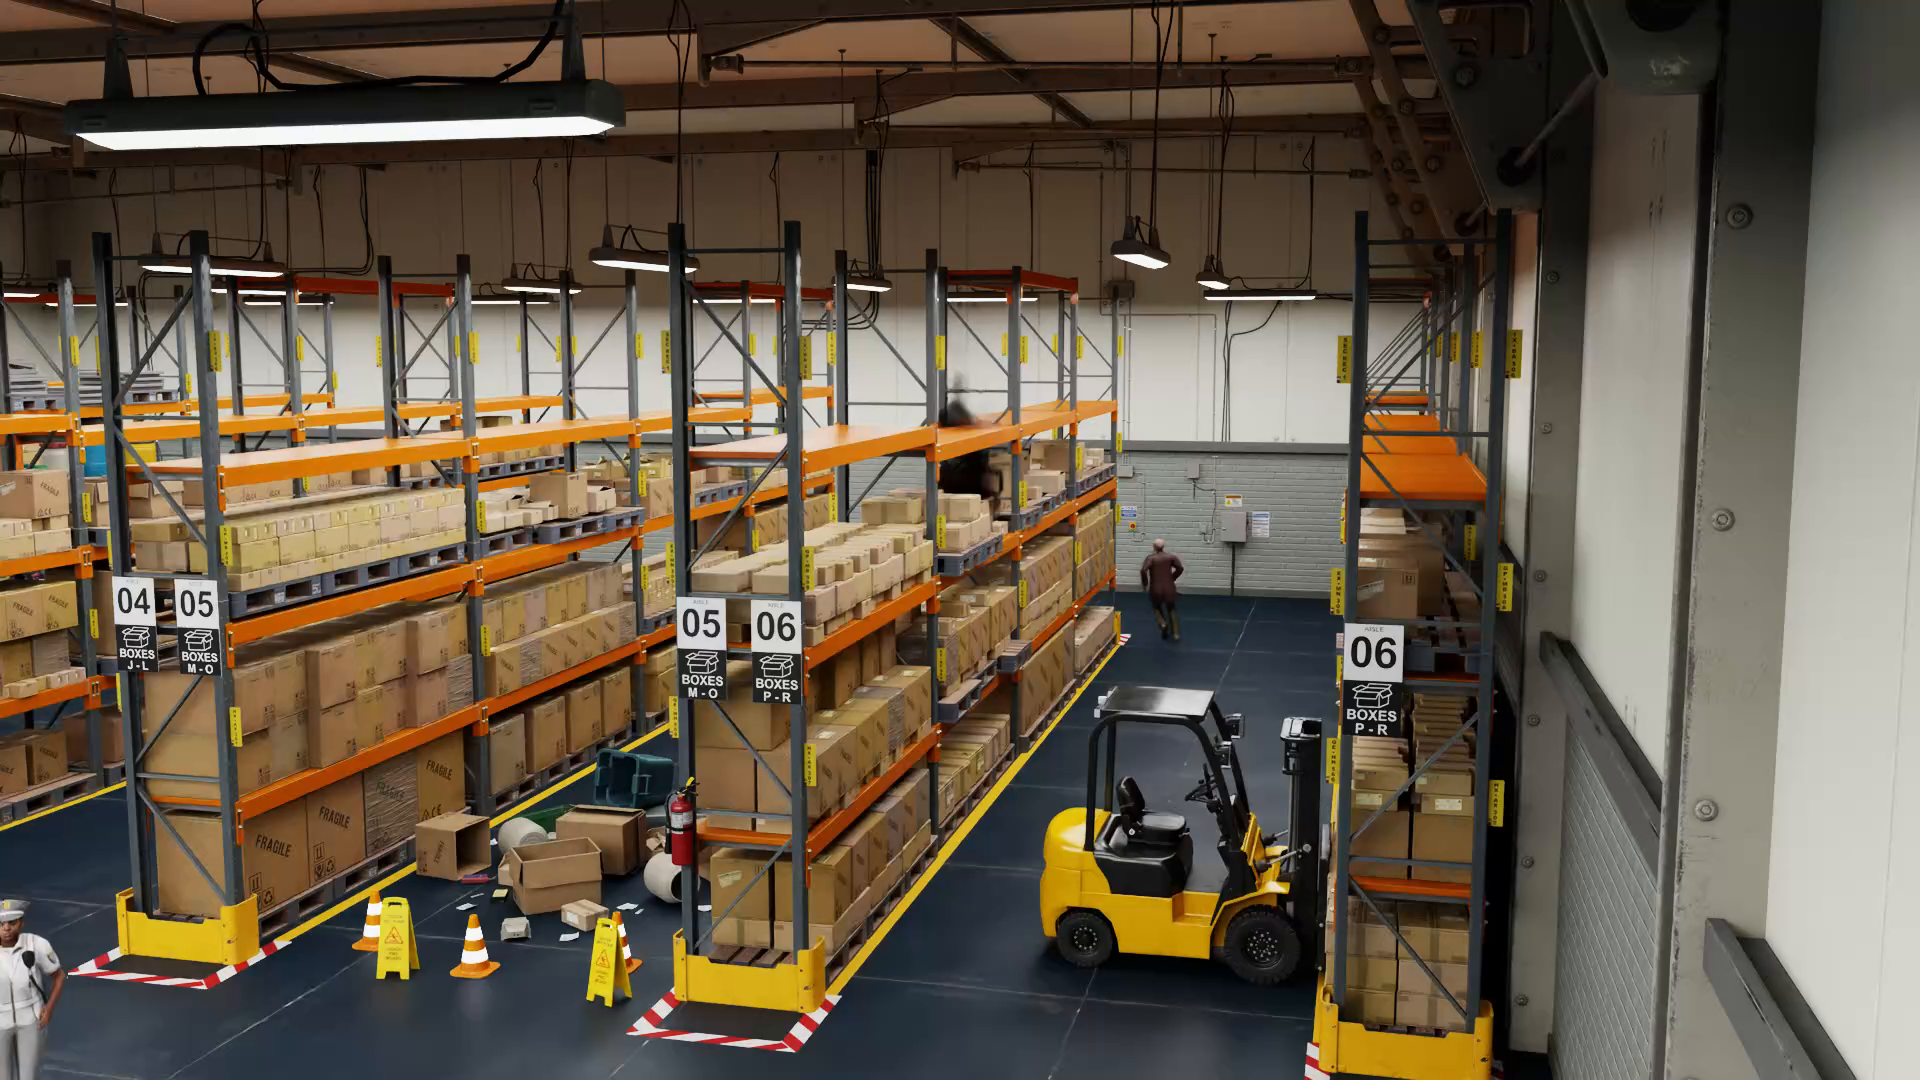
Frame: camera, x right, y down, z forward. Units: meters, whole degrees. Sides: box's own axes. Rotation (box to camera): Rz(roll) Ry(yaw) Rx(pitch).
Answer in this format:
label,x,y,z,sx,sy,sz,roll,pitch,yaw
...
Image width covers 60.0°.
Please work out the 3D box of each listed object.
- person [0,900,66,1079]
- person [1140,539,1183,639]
label,x,y,z,sx,sy,sz,roll,pitch,yaw
person,-5.995,3.071,10.562,0.591,1.662,0.552,-4,8,-32
person,3.430,0.850,28.443,0.776,1.765,0.679,0,7,-4
